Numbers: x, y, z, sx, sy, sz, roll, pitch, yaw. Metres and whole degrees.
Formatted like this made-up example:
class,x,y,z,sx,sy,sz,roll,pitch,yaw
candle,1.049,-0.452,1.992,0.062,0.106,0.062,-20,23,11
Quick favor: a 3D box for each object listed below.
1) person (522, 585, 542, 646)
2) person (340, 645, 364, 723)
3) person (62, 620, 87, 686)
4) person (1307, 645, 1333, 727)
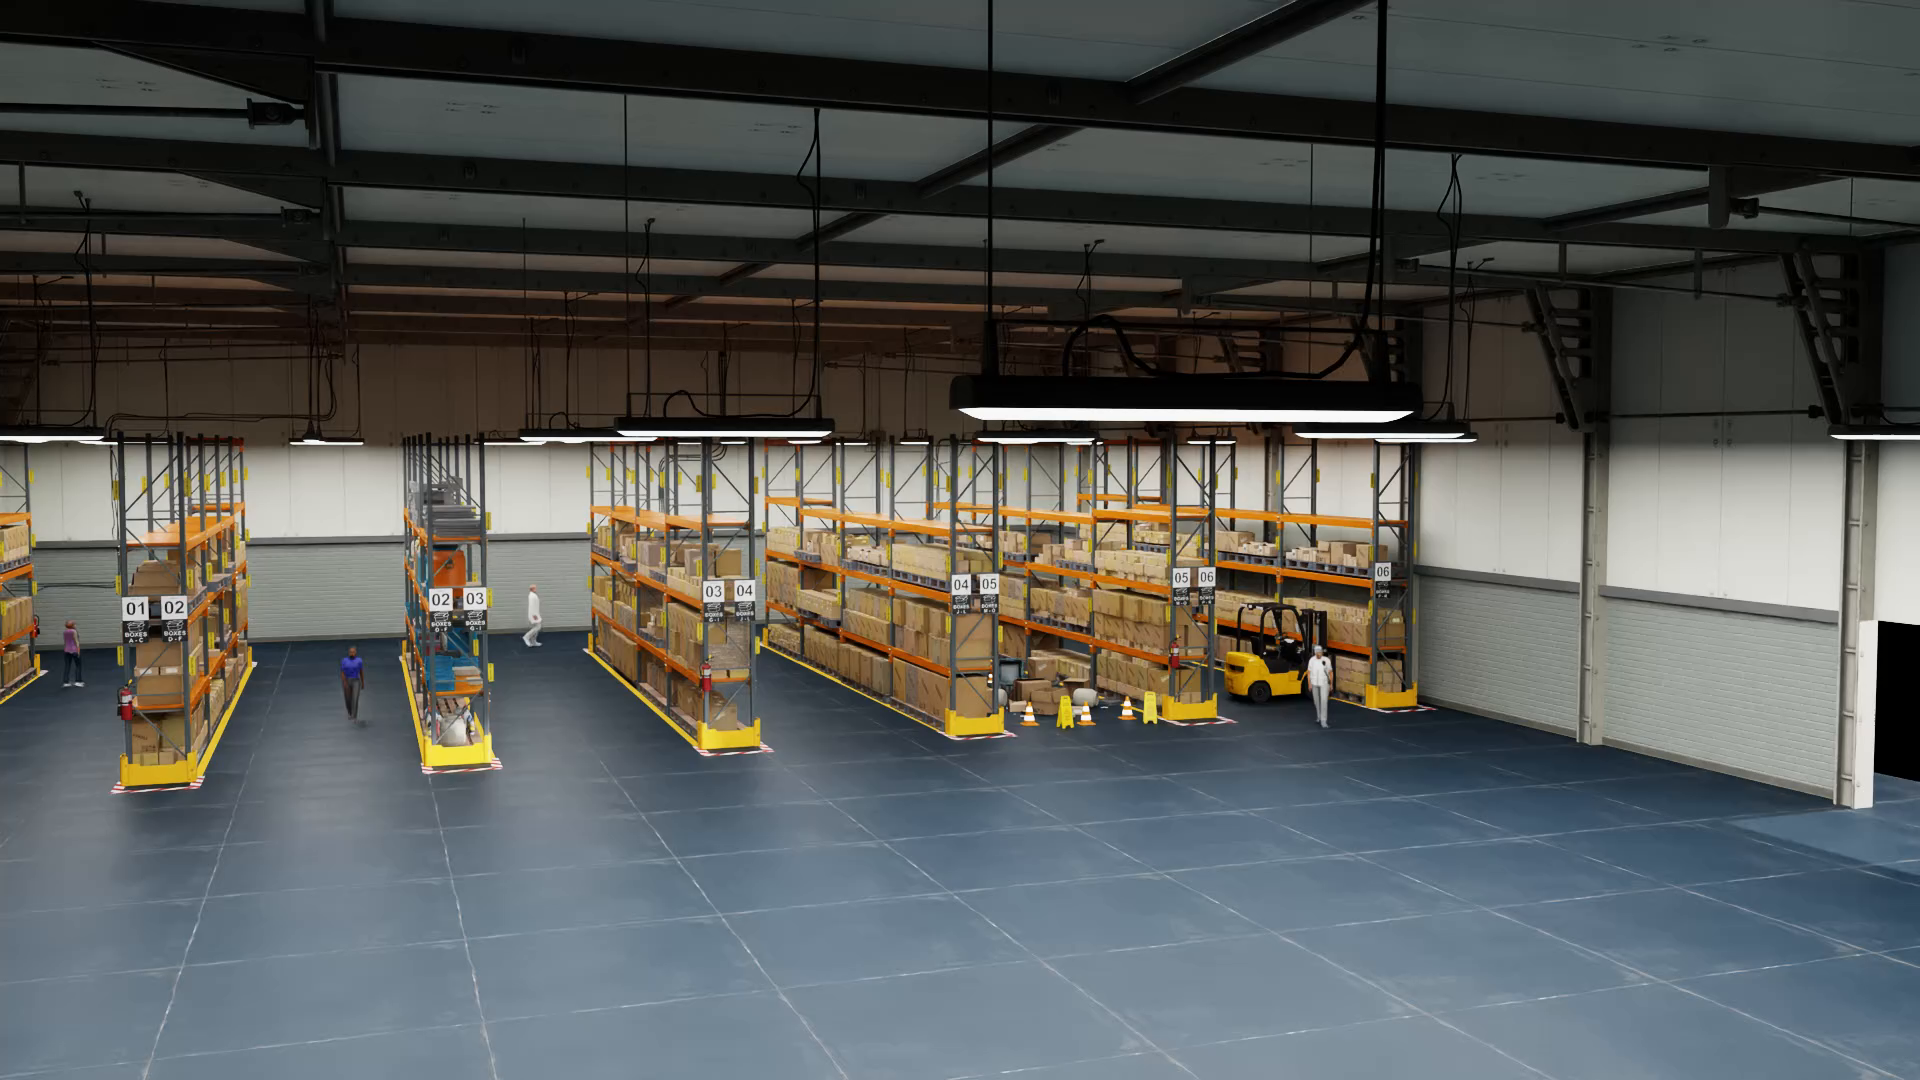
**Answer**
class,x,y,z,sx,sy,sz,roll,pitch,yaw
person,-12.295,2.168,47.759,0.565,1.777,0.611,-1,3,-18
person,-12.672,2.992,34.632,0.444,1.589,0.993,-1,3,-15
person,-21.302,2.743,39.839,0.427,1.607,0.591,0,3,4
person,7.434,2.985,34.328,0.537,1.622,0.865,2,4,30
